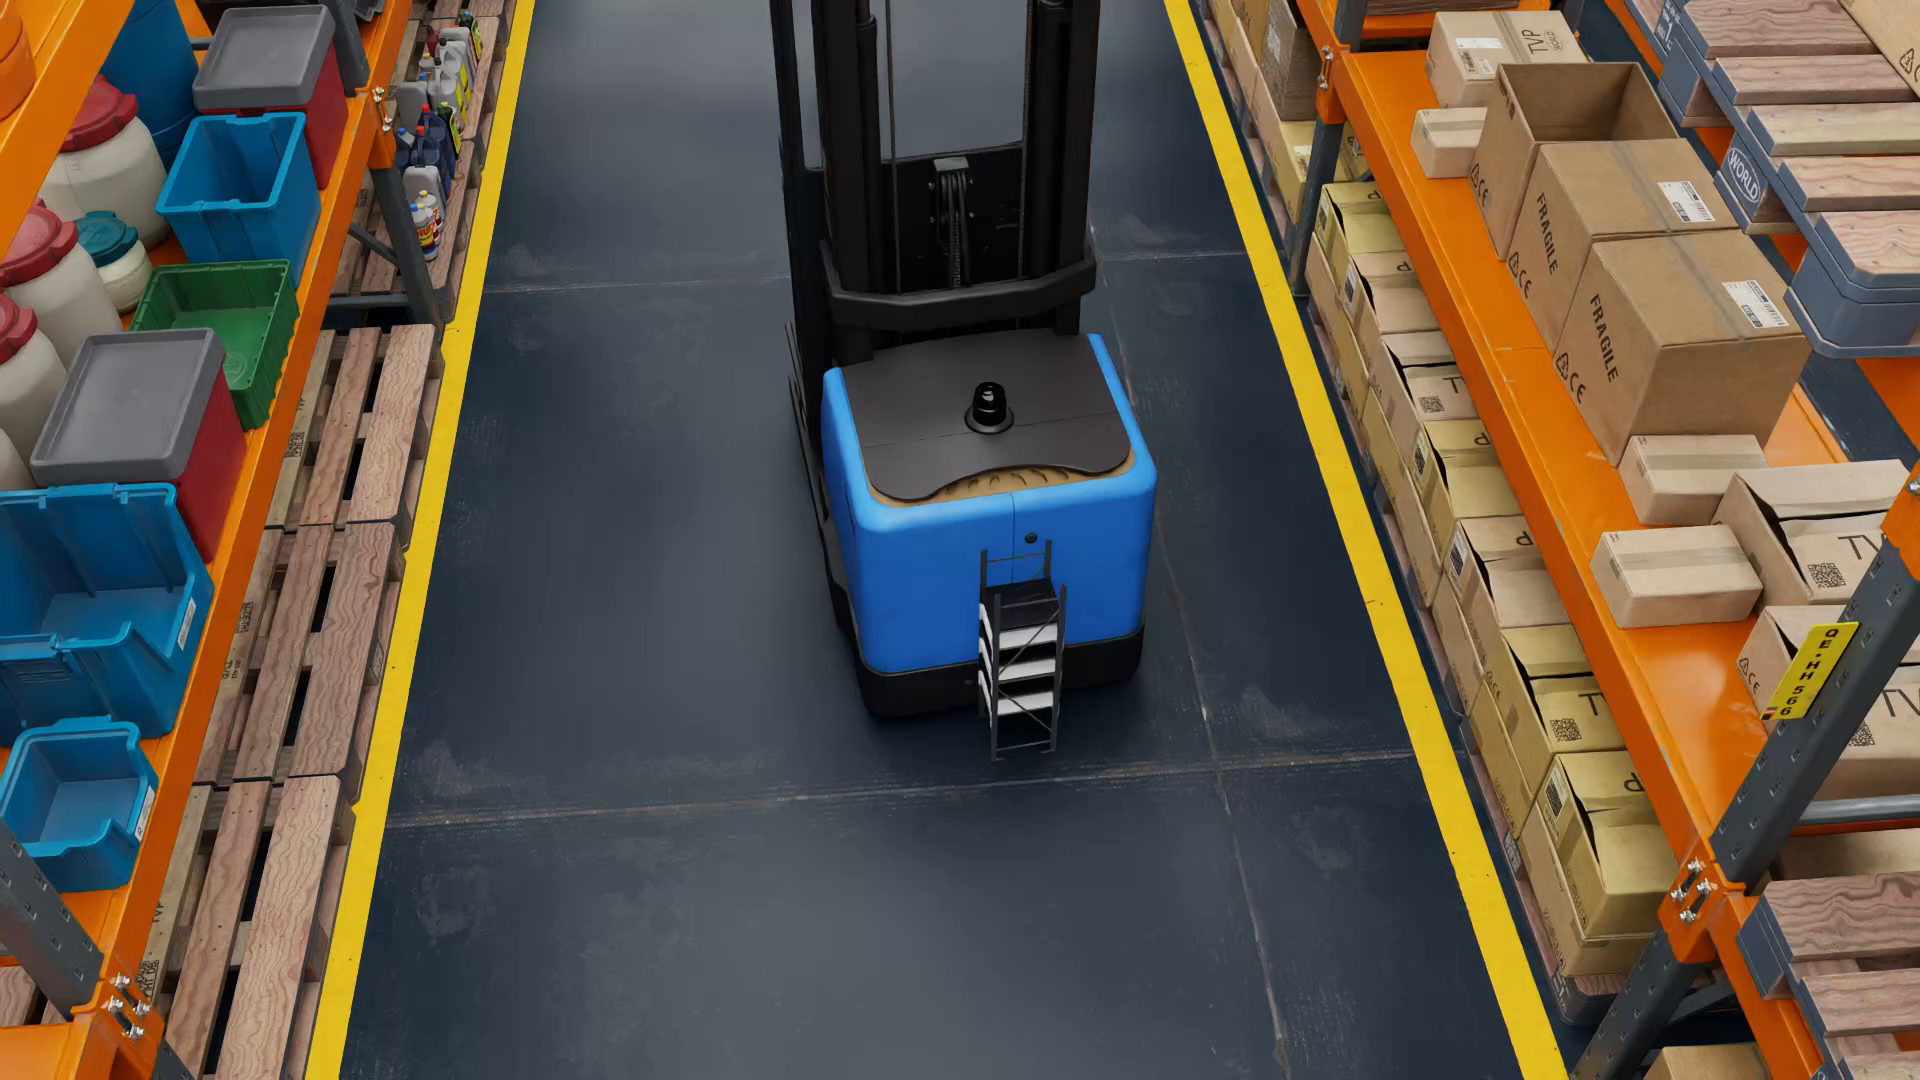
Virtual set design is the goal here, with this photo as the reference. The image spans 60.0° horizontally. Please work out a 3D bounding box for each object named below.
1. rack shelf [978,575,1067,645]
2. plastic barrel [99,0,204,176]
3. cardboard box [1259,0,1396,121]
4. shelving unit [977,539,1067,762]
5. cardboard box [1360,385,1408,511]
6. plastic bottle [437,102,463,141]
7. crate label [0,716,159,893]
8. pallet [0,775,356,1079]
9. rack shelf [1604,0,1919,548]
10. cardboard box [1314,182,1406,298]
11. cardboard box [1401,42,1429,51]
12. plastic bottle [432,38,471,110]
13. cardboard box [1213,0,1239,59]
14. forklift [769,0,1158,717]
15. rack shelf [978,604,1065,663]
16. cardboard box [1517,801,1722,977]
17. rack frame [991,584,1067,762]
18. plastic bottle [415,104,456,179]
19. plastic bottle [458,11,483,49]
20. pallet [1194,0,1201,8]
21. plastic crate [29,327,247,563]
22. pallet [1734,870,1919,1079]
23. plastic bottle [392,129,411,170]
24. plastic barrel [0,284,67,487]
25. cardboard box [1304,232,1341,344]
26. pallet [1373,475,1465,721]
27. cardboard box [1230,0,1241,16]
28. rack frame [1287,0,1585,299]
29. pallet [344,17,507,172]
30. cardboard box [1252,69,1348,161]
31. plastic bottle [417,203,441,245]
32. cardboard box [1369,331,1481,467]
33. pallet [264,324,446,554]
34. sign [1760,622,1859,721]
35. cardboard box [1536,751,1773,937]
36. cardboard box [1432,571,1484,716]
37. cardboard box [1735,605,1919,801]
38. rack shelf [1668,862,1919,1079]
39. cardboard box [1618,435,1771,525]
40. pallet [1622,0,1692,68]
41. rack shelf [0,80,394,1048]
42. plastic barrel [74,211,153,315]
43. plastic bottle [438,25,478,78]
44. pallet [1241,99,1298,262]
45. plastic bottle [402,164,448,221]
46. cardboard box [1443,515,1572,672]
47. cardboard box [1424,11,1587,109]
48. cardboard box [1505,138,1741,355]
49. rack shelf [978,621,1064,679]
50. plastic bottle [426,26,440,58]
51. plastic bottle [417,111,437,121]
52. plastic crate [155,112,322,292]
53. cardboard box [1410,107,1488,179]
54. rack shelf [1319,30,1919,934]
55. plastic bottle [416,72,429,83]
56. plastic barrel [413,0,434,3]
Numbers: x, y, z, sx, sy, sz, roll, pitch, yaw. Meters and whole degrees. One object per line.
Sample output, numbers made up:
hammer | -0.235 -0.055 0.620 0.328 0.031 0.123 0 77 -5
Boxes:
rack shelf | 0.208 0.235 5.581 0.258 0.077 0.200 -9 47 -8
plastic barrel | -3.146 -1.820 6.062 0.600 0.901 0.708 -3 47 -3
cardboard box | 1.773 -2.385 8.031 0.500 0.500 0.500 -3 47 -3
shelving unit | 0.208 0.398 5.753 0.258 0.900 0.210 -9 47 -8
cardboard box | 1.935 -0.391 6.659 0.500 0.250 0.500 -5 47 -5
plastic bottle | -2.546 -2.086 8.284 0.097 0.201 0.097 0 47 0
crate label | -2.203 0.679 4.156 0.303 0.233 0.416 -3 47 -3
pallet | -2.567 1.345 5.331 1.003 0.211 1.213 -3 47 -3
rack shelf | 2.228 -1.581 4.610 1.077 0.370 4.000 -3 47 -3
cardboard box | 1.847 -1.321 7.153 0.500 0.311 0.500 -3 47 -3
cardboard box | 2.333 -2.055 7.718 0.500 0.500 0.500 -3 47 -3
plastic bottle | -2.597 -2.373 8.453 0.144 0.351 0.185 -2 47 -2
cardboard box | 1.673 -2.850 8.987 0.500 0.250 0.500 -3 47 -3
forklift | -0.127 -1.454 6.108 1.130 2.935 3.031 -9 47 -8
rack shelf | 0.208 0.297 5.647 0.258 0.077 0.200 -9 47 -8
cardboard box | 2.108 1.086 5.260 0.500 0.250 0.500 -2 47 -2
rack frame | 0.228 0.470 5.685 0.240 0.900 0.006 -9 47 -8
plastic bottle | -2.546 -1.931 8.035 0.144 0.351 0.185 -5 47 -5
plastic bottle | -2.620 -2.726 8.890 0.097 0.201 0.097 0 47 0
pallet | 1.831 -3.628 10.040 1.003 0.211 1.213 -3 47 -3
plastic crate | -2.371 -0.261 4.887 0.402 0.464 0.583 -3 47 -3
pallet | 2.522 1.203 3.677 1.213 0.211 1.003 -3 47 -3
plastic bottle | -2.674 -1.786 7.897 0.144 0.351 0.185 -3 47 -3
plastic barrel | -2.917 -0.442 5.009 0.433 0.535 0.433 0 47 0
cardboard box | 1.847 -1.135 7.364 0.500 0.250 0.500 -5 47 -4
pallet | 2.266 0.131 6.481 1.003 0.211 1.213 -3 47 -3
cardboard box | 1.672 -3.107 8.715 0.500 0.500 0.500 -3 47 -3
rack frame | 2.060 -2.243 6.809 1.000 3.000 0.127 -3 47 -3
pallet | -2.996 -2.359 8.839 1.003 0.211 1.213 -3 47 -3
cardboard box | 1.772 -2.127 8.303 0.500 0.250 0.500 -3 47 -3
plastic bottle | -2.474 -1.465 7.696 0.097 0.201 0.097 0 47 0
cardboard box | 1.928 -0.584 6.456 0.500 0.311 0.500 -5 47 -5
pallet | -2.772 -0.420 7.003 1.003 0.211 1.213 -3 47 -3
sign | 1.842 0.289 3.613 0.100 0.325 0.005 -3 47 -3
cardboard box | 2.106 0.895 5.055 0.500 0.311 0.500 -2 47 -2
cardboard box | 2.022 0.349 5.958 0.500 0.250 0.500 -3 47 -2
cardboard box | 2.408 0.415 4.352 0.500 0.311 0.500 -1 47 -1
rack shelf | 2.563 2.345 2.959 1.077 0.370 4.000 -3 47 -3
cardboard box | 2.232 -0.182 5.030 0.380 0.149 0.250 0 47 0
pallet | 2.153 -1.610 4.273 1.003 0.211 1.213 -2 47 -1
rack shelf | -2.709 -0.251 5.417 1.077 0.370 4.000 -3 47 -3
plastic barrel | -2.918 -0.931 5.661 0.301 0.262 0.301 0 47 0
plastic bottle | -2.626 -2.568 8.689 0.152 0.276 0.135 -3 47 -3
pallet | 2.035 -1.863 8.369 1.003 0.211 1.213 -3 47 -3
plastic bottle | -2.520 -1.649 7.819 0.152 0.276 0.135 -2 47 -2
cardboard box | 2.016 0.154 5.757 0.500 0.311 0.500 -4 47 -4
cardboard box | 2.145 -1.838 6.528 0.500 0.250 0.500 -1 47 -1
cardboard box | 2.194 -0.978 5.541 0.500 0.500 0.500 -3 47 -3
rack shelf | 0.208 0.359 5.712 0.258 0.077 0.200 -9 47 -8
plastic bottle | -2.732 -2.563 8.680 0.061 0.283 0.133 -3 47 -3
plastic bottle | -2.595 -2.008 8.162 0.097 0.271 0.097 0 47 0
plastic crate | -2.474 -1.160 5.794 0.392 0.384 0.575 -3 47 -3
cardboard box | 1.931 -1.504 6.281 0.380 0.149 0.250 -3 47 -3
rack shelf | 2.228 -0.549 5.700 1.077 0.370 4.000 -3 47 -3
plastic bottle | -2.714 -2.283 8.471 0.097 0.201 0.097 0 47 0
plastic barrel | -3.038 -3.294 9.228 0.421 0.512 0.421 0 47 0
